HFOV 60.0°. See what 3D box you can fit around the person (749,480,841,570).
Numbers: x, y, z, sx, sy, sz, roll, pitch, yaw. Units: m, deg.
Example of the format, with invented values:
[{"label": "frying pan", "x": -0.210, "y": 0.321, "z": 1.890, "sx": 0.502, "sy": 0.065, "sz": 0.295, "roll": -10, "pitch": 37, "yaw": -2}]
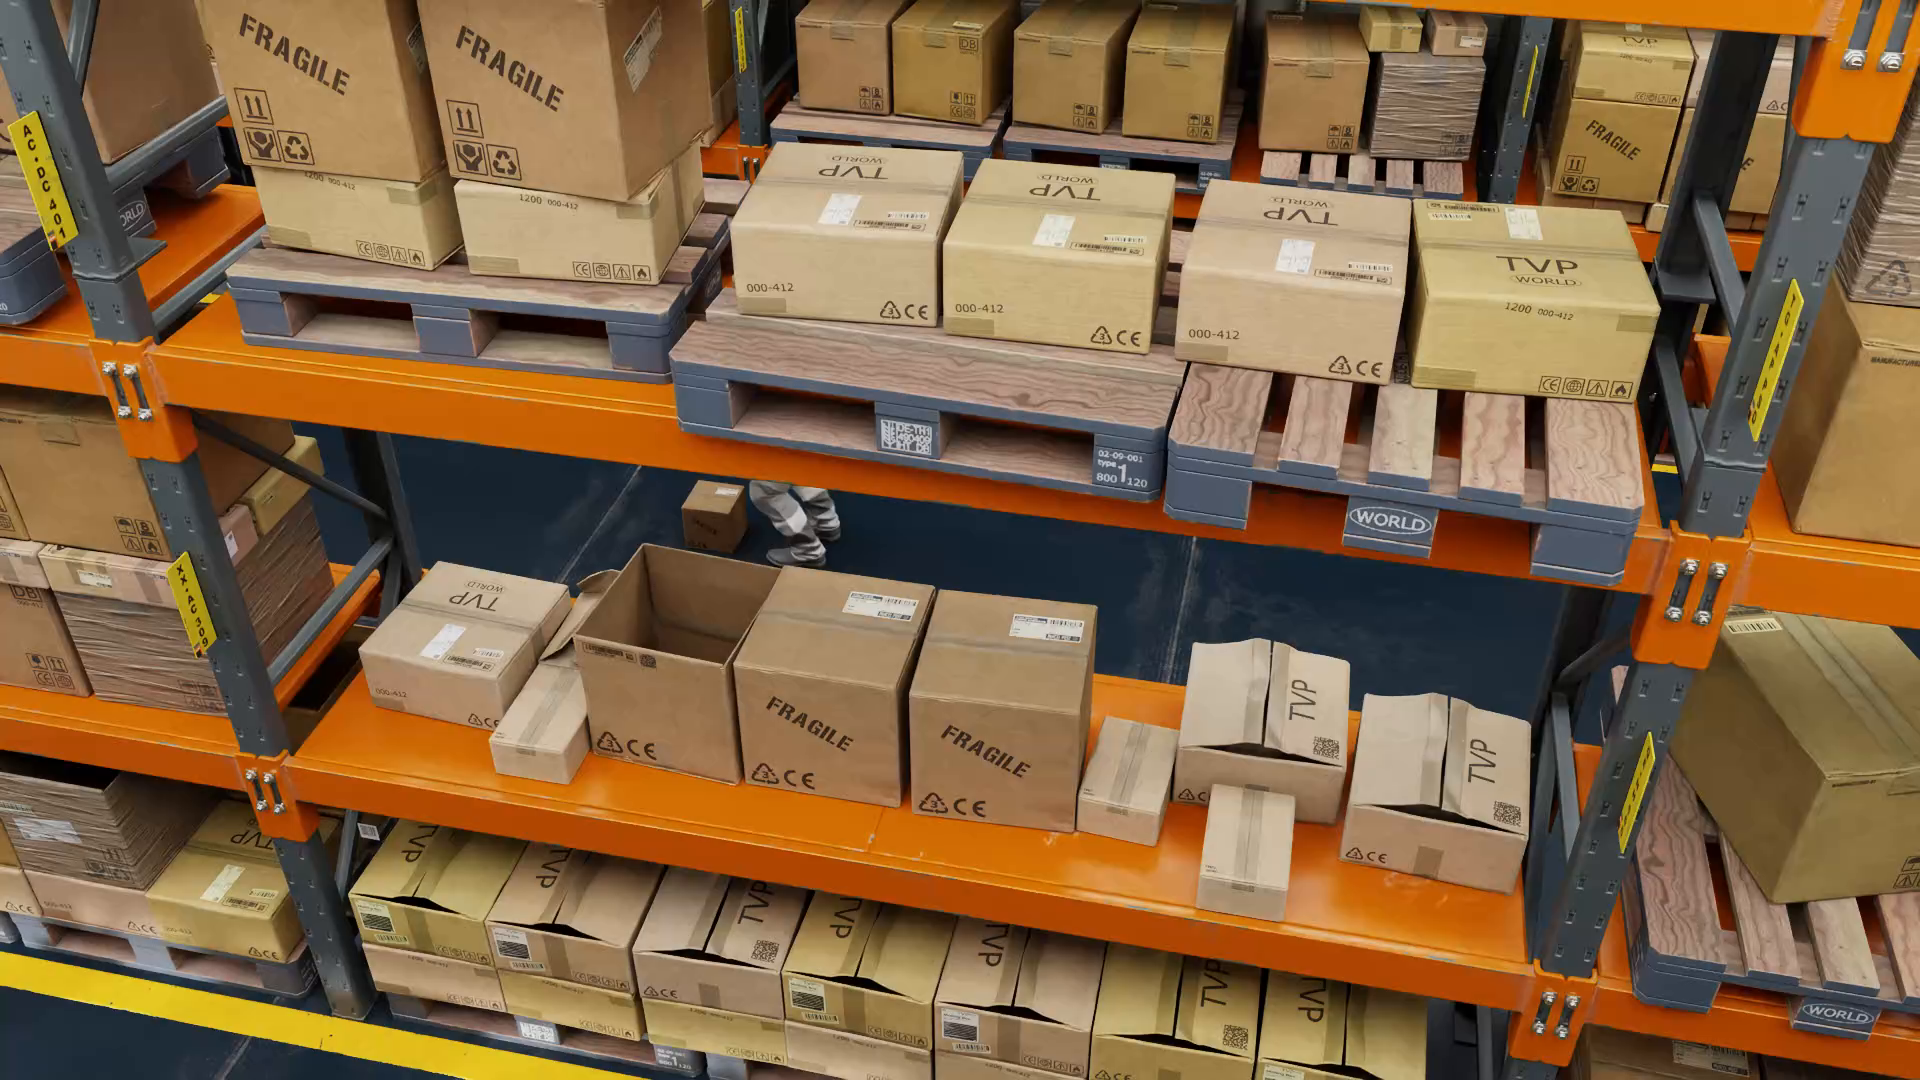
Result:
[{"label": "person", "x": -0.835, "y": -0.557, "z": 7.925, "sx": 0.690, "sy": 1.528, "sz": 0.579, "roll": 8, "pitch": 37, "yaw": 10}]
